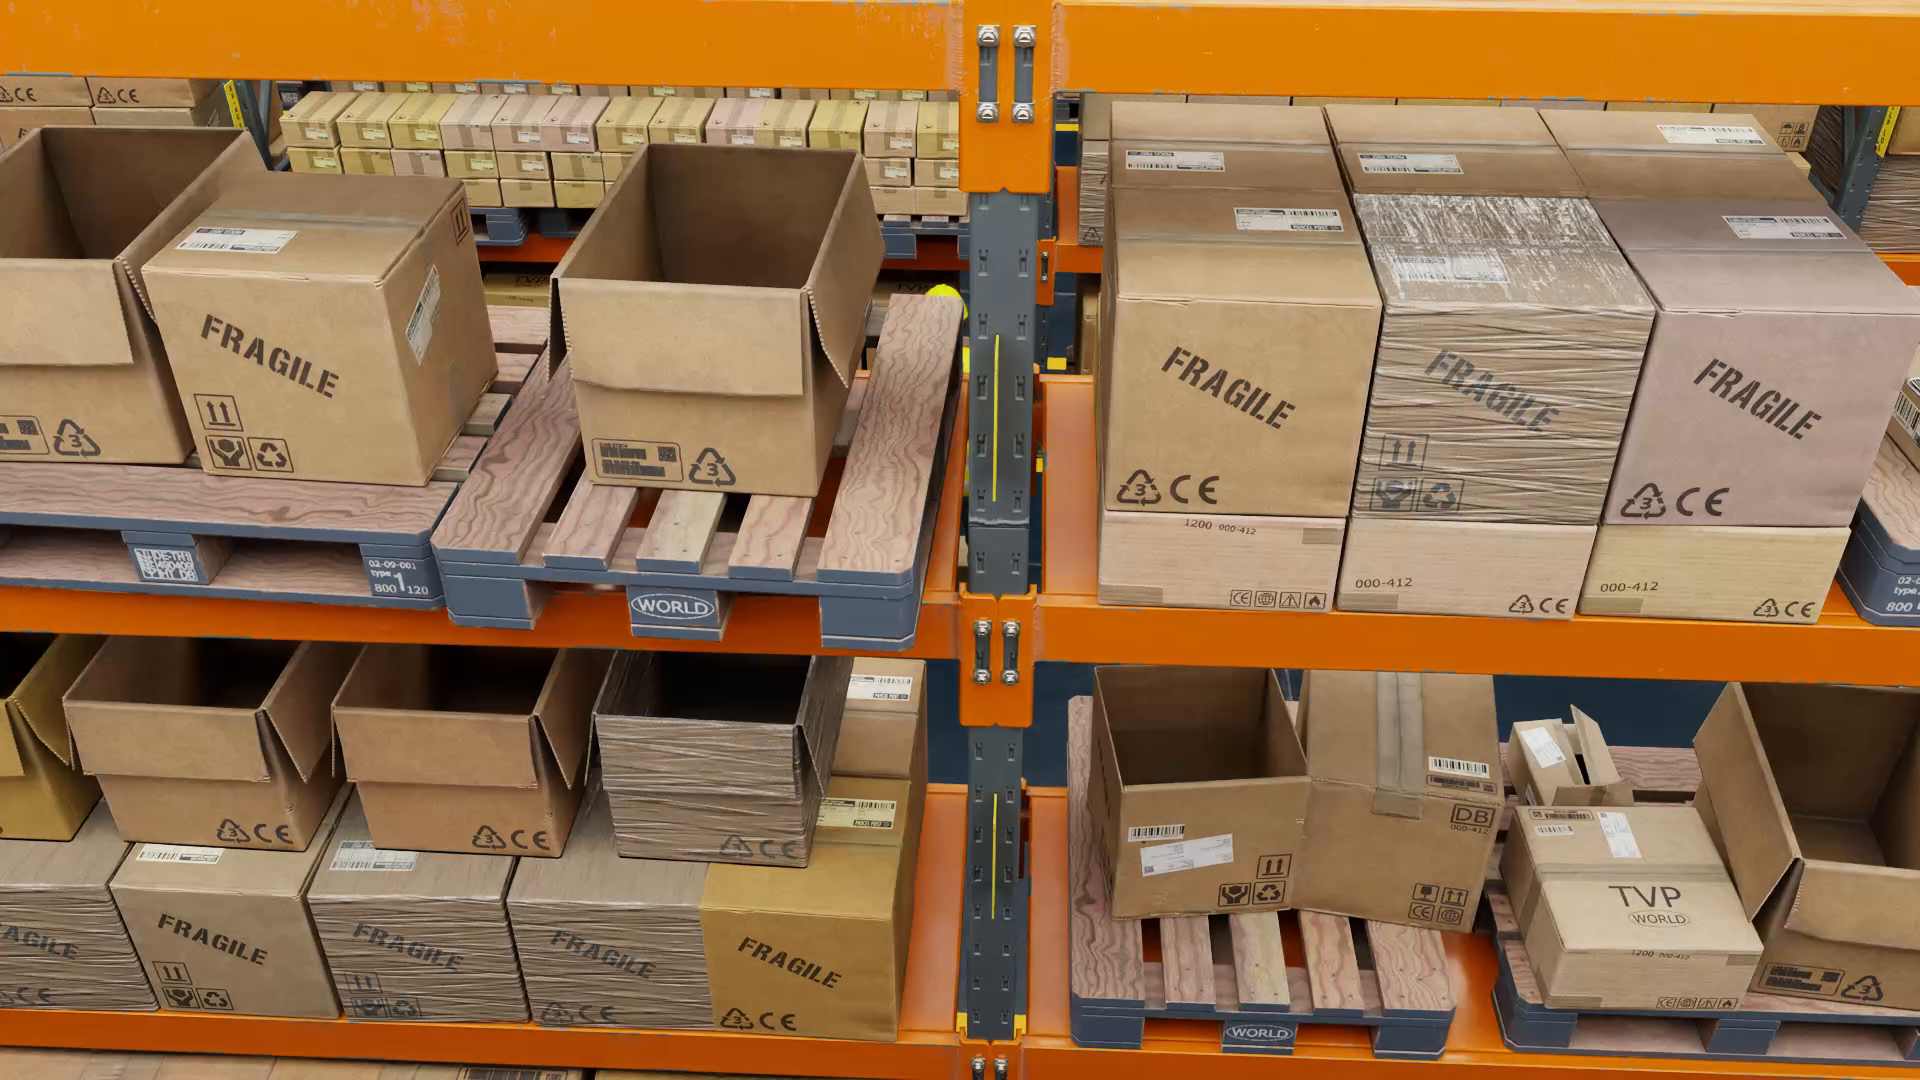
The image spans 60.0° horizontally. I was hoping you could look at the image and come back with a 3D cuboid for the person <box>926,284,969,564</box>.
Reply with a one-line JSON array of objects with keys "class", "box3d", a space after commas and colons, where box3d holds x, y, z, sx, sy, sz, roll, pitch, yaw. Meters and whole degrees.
[{"class": "person", "box3d": [-0.049, -0.329, 7.562, 0.635, 1.761, 0.454, 0, 35, -1]}]
